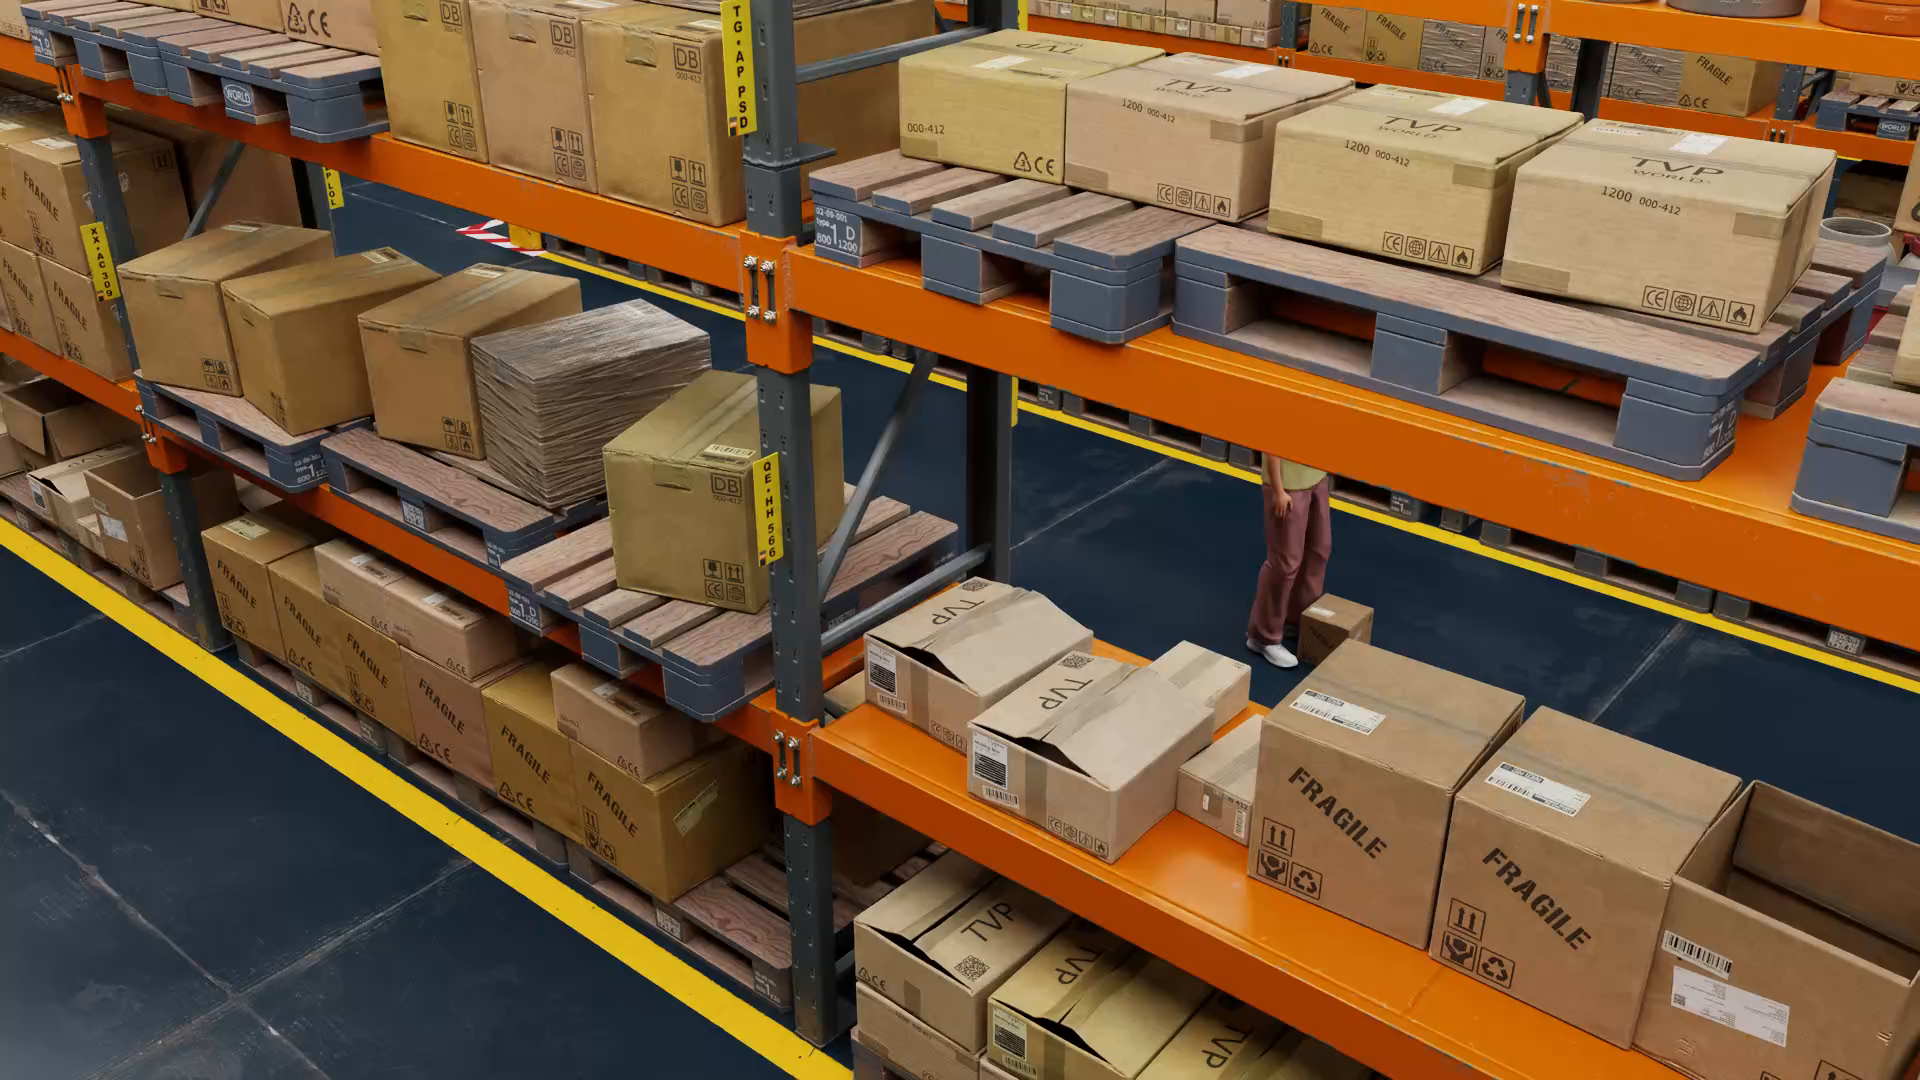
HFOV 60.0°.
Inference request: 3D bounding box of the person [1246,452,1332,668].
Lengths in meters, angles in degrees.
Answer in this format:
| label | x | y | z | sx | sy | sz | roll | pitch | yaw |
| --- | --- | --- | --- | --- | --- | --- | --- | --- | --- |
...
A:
| label | x | y | z | sx | sy | sz | roll | pitch | yaw |
| --- | --- | --- | --- | --- | --- | --- | --- | --- | --- |
| person | 1.588 | -0.253 | 7.609 | 0.416 | 1.671 | 0.511 | 19 | 33 | 32 |
